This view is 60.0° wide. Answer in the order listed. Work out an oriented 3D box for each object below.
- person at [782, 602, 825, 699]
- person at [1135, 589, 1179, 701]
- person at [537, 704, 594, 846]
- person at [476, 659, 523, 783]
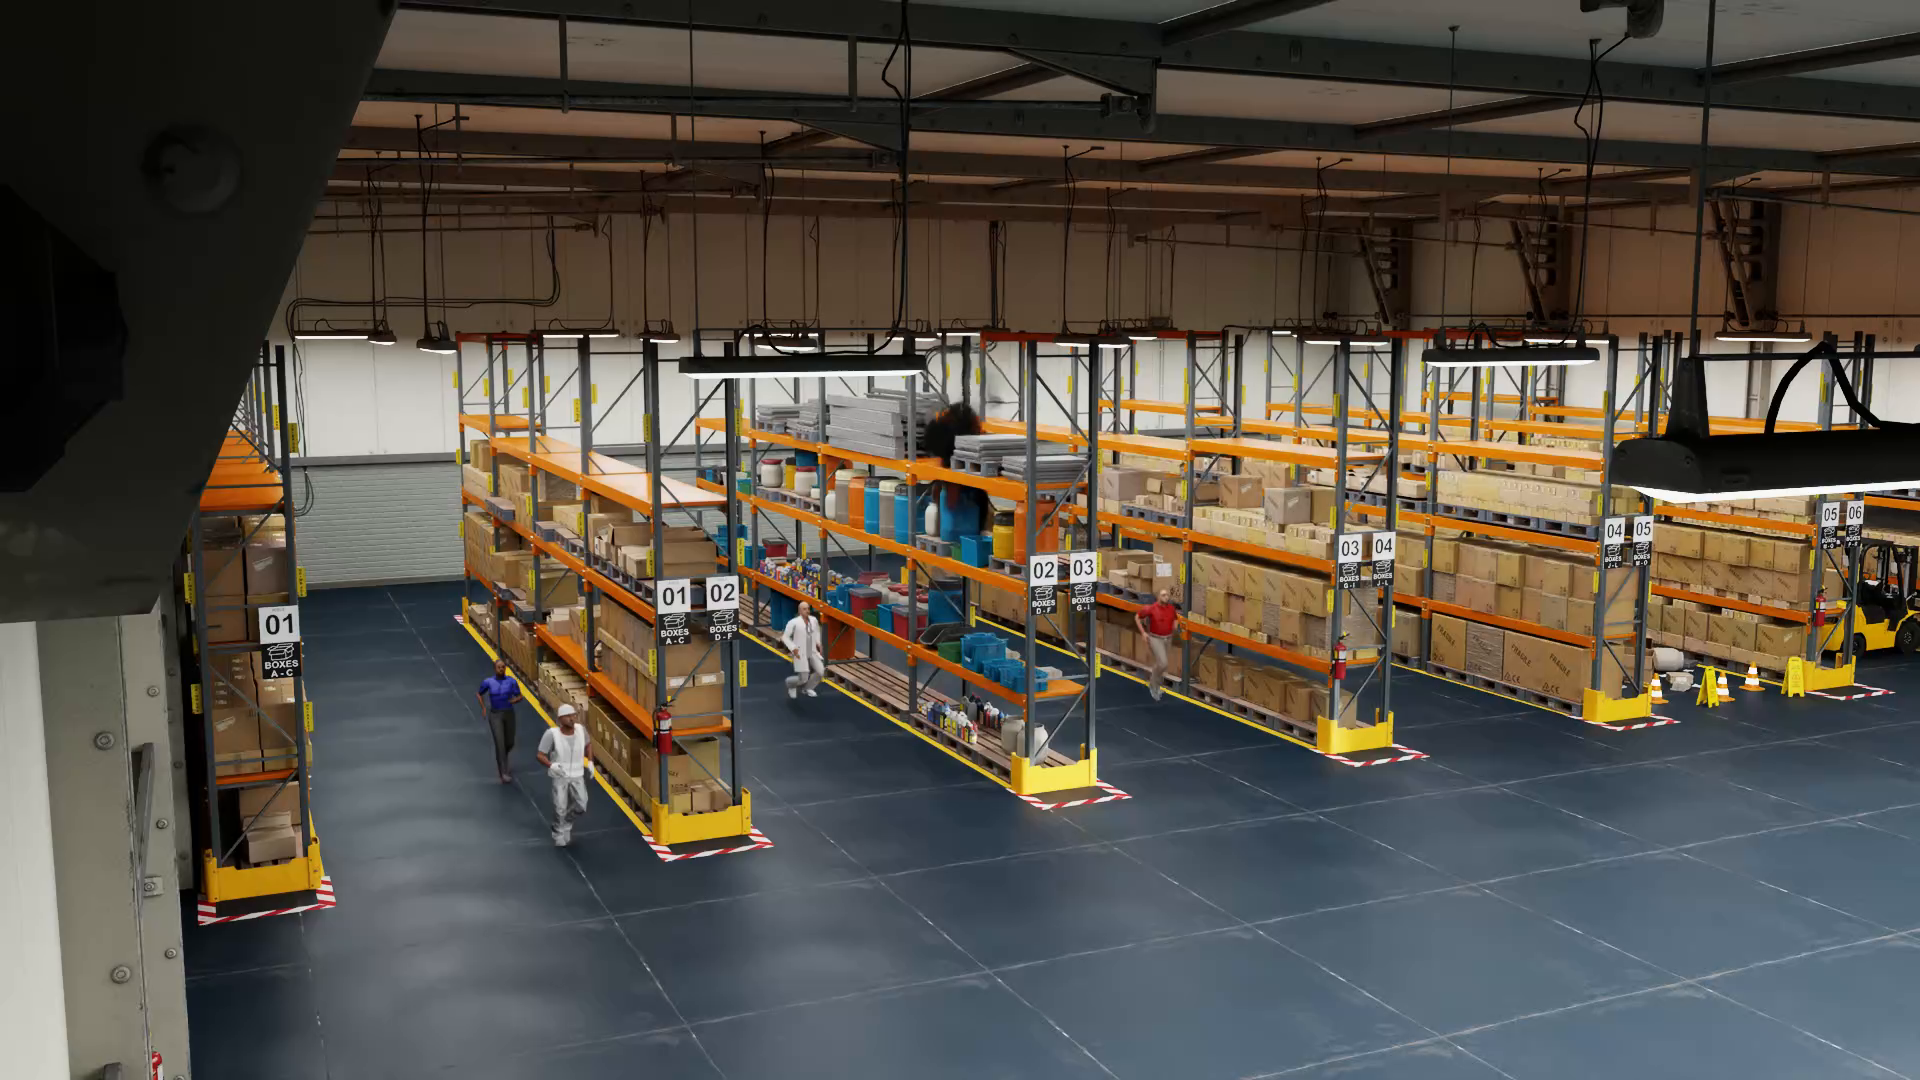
[{"bbox_3d":[-2.482,1.786,26.624,0.711,1.611,0.839,-5,9,-35],"label":"person"},{"bbox_3d":[3.209,1.664,26.412,0.652,1.786,0.653,-5,9,-33],"label":"person"},{"bbox_3d":[-4.653,2.814,19.813,0.726,1.724,0.555,-5,9,-32],"label":"person"},{"bbox_3d":[-6.291,2.437,22.815,0.583,1.632,0.905,-4,9,-28],"label":"person"}]
